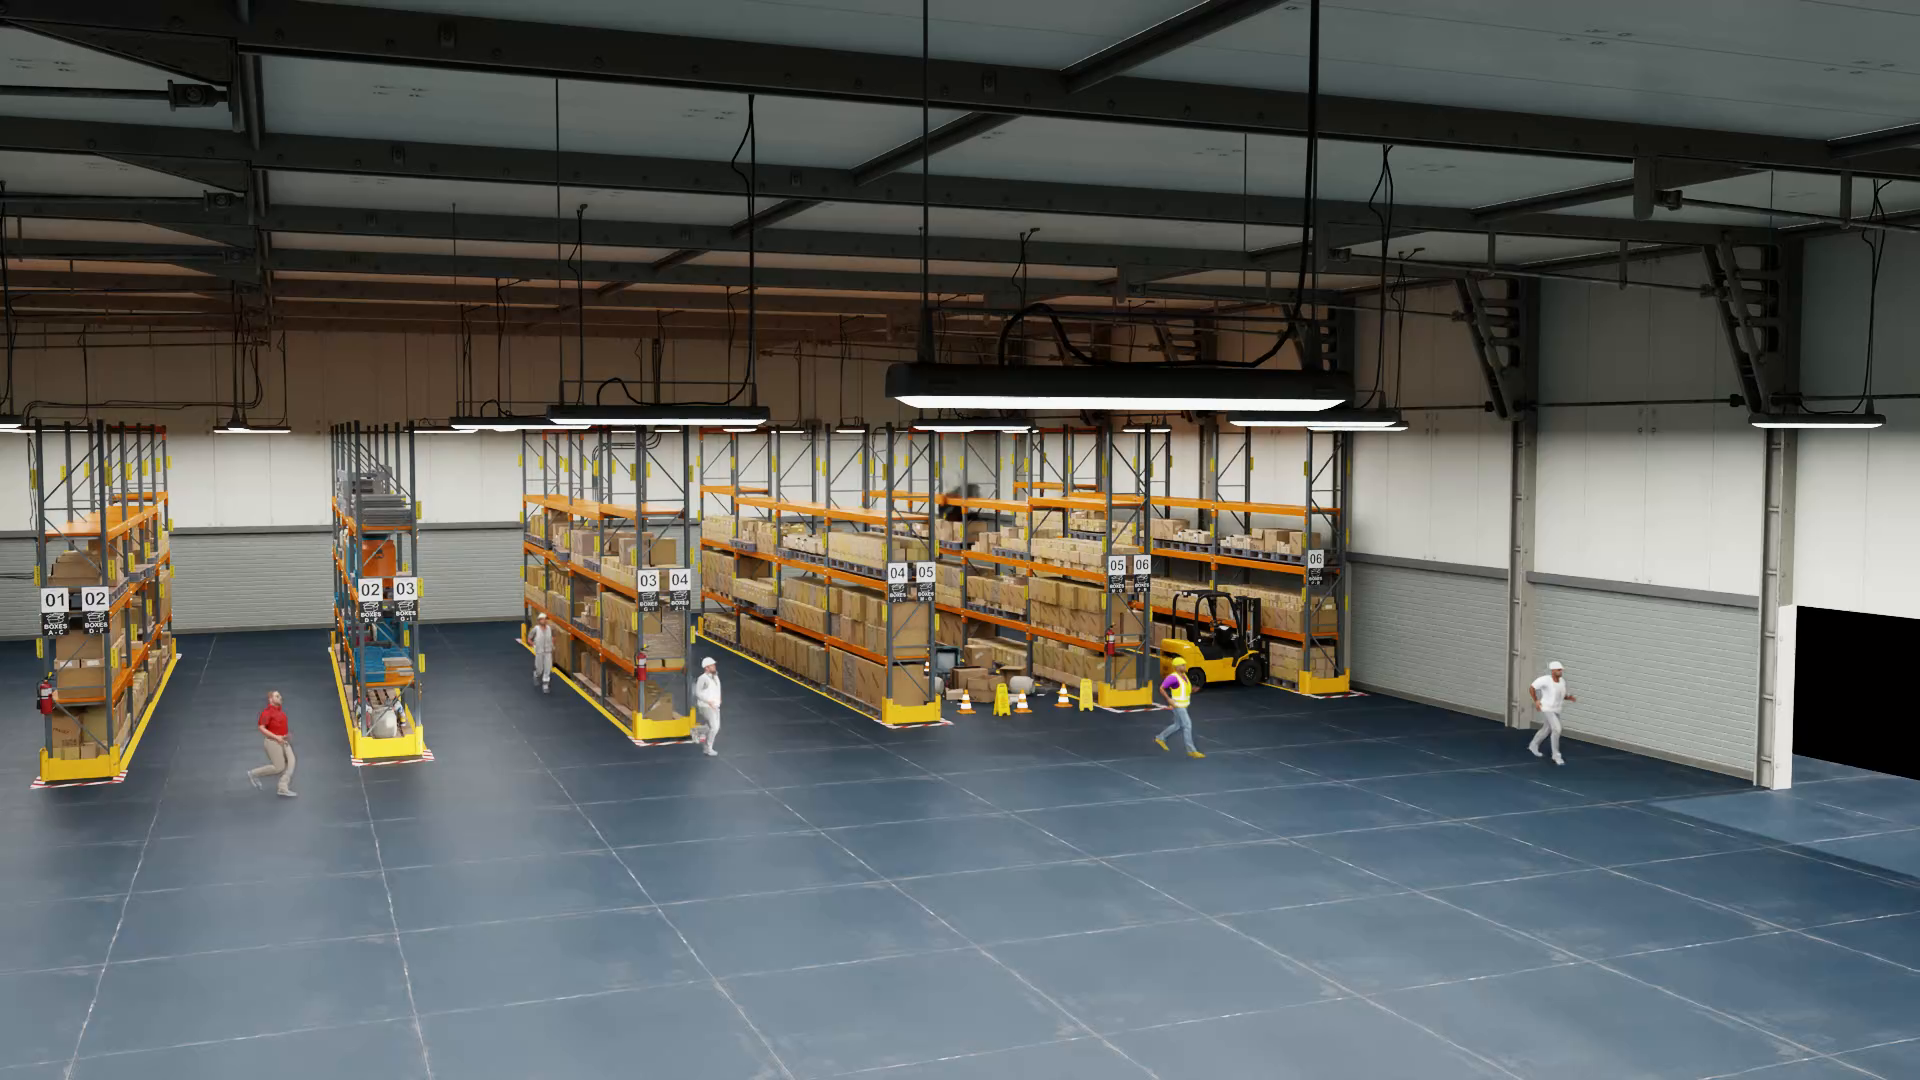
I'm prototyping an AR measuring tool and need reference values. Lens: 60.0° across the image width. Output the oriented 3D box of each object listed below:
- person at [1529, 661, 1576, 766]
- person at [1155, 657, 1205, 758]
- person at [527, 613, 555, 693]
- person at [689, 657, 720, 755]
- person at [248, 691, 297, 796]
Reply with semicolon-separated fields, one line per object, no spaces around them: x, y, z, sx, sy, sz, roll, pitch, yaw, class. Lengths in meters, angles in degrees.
10.381;3.021;29.244;0.616;1.806;0.893;-3;4;-36;person
3.919;2.960;29.626;0.990;1.750;0.701;2;4;27;person
-9.304;2.513;37.080;0.667;1.763;0.860;-2;4;-32;person
-4.606;2.989;30.030;0.659;1.758;0.673;1;4;21;person
-10.897;3.241;26.458;0.672;1.700;0.670;0;4;1;person
